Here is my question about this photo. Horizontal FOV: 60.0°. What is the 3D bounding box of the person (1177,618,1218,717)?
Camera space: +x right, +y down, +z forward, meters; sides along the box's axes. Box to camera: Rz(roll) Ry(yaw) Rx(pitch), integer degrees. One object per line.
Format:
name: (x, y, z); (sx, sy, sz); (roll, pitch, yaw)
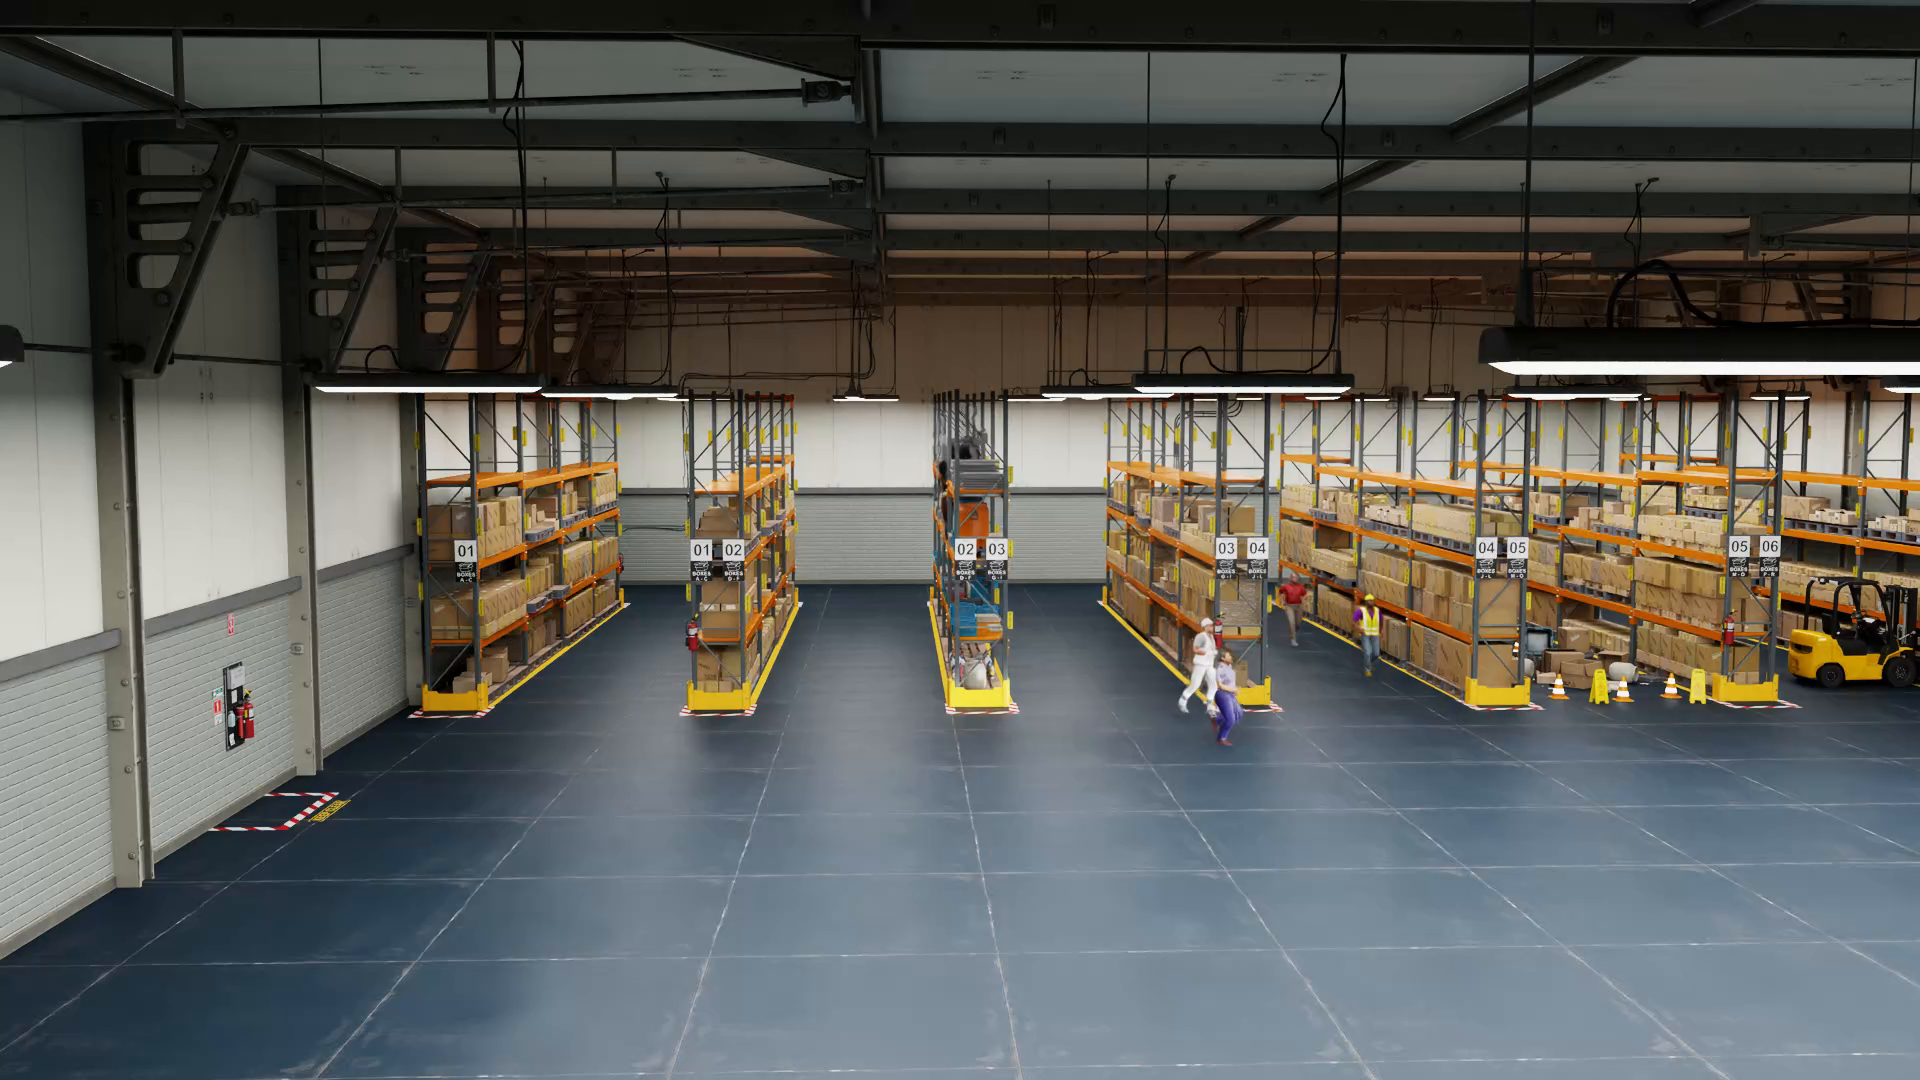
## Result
person: (4.469, 2.334, 30.573); (0.874, 1.806, 0.671); (4, 6, 43)

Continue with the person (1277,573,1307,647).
person: (7.922, 1.638, 39.518); (0.673, 1.699, 0.923); (0, 5, -6)

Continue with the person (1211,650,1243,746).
person: (4.490, 2.653, 28.015); (0.567, 1.599, 0.629); (2, 5, 24)

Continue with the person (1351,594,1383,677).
person: (8.598, 2.002, 35.028); (0.706, 1.728, 0.575); (0, 5, -5)
